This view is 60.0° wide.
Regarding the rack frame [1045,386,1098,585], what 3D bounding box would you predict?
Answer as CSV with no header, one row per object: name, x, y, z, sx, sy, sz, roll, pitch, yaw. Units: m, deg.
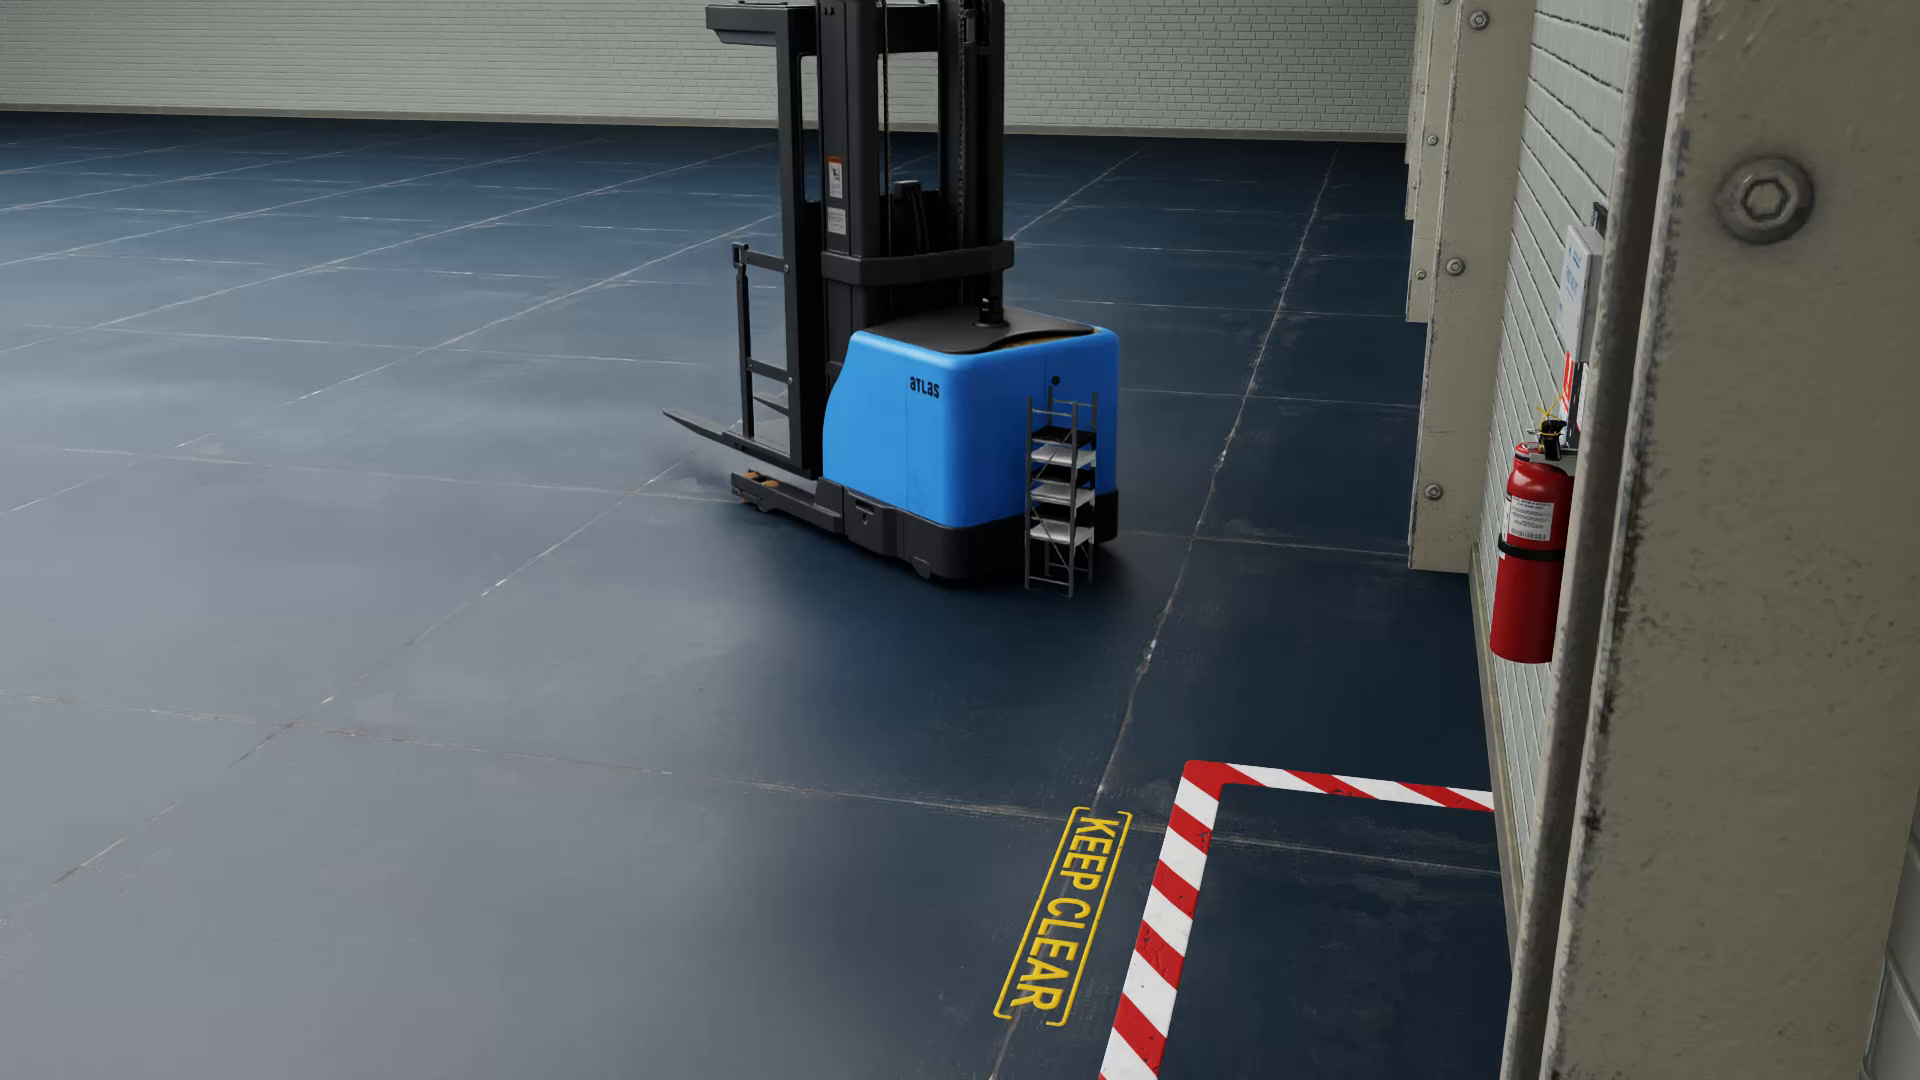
rack frame,0.498,-0.242,7.504,0.240,0.900,0.006,10,21,28

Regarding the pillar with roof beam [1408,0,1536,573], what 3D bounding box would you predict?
pillar with roof beam,-1.874,-4.515,7.484,9.100,9.000,0.400,5,19,13

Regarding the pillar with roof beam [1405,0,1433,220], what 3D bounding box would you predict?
pillar with roof beam,1.058,-8.276,18.496,9.100,9.000,0.400,5,19,13

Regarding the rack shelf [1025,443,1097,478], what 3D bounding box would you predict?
rack shelf,0.449,-0.352,7.373,0.258,0.077,0.200,10,21,28

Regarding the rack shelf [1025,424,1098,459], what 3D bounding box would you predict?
rack shelf,0.449,-0.437,7.344,0.258,0.077,0.200,10,21,28

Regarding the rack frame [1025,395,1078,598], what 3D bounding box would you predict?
rack frame,0.399,-0.185,7.336,0.240,0.900,0.006,10,21,28

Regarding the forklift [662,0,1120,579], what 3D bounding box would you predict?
forklift,-0.547,-1.617,8.387,1.130,2.935,3.031,-14,23,-36

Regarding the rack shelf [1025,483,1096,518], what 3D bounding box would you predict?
rack shelf,0.449,-0.182,7.431,0.258,0.077,0.200,10,21,28

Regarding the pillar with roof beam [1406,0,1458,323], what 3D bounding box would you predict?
pillar with roof beam,-0.408,-6.395,12.990,9.100,9.000,0.400,5,19,13

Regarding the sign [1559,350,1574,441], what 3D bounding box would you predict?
sign,1.710,-0.409,4.689,0.001,0.329,0.234,5,19,13

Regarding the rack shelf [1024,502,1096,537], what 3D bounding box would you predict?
rack shelf,0.449,-0.097,7.460,0.258,0.077,0.200,10,21,28

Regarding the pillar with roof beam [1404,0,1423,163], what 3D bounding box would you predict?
pillar with roof beam,2.524,-10.157,24.001,9.100,9.000,0.400,5,19,13

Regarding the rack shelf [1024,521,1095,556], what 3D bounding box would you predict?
rack shelf,0.449,-0.012,7.489,0.258,0.077,0.200,10,21,28

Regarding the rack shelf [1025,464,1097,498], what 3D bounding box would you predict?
rack shelf,0.449,-0.267,7.402,0.258,0.077,0.200,10,21,28

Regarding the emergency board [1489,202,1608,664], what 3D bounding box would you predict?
emergency board,1.475,-0.227,4.211,0.194,1.169,0.643,5,19,13

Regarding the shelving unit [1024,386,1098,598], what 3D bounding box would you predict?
shelving unit,0.449,-0.213,7.420,0.258,0.900,0.210,10,21,28
